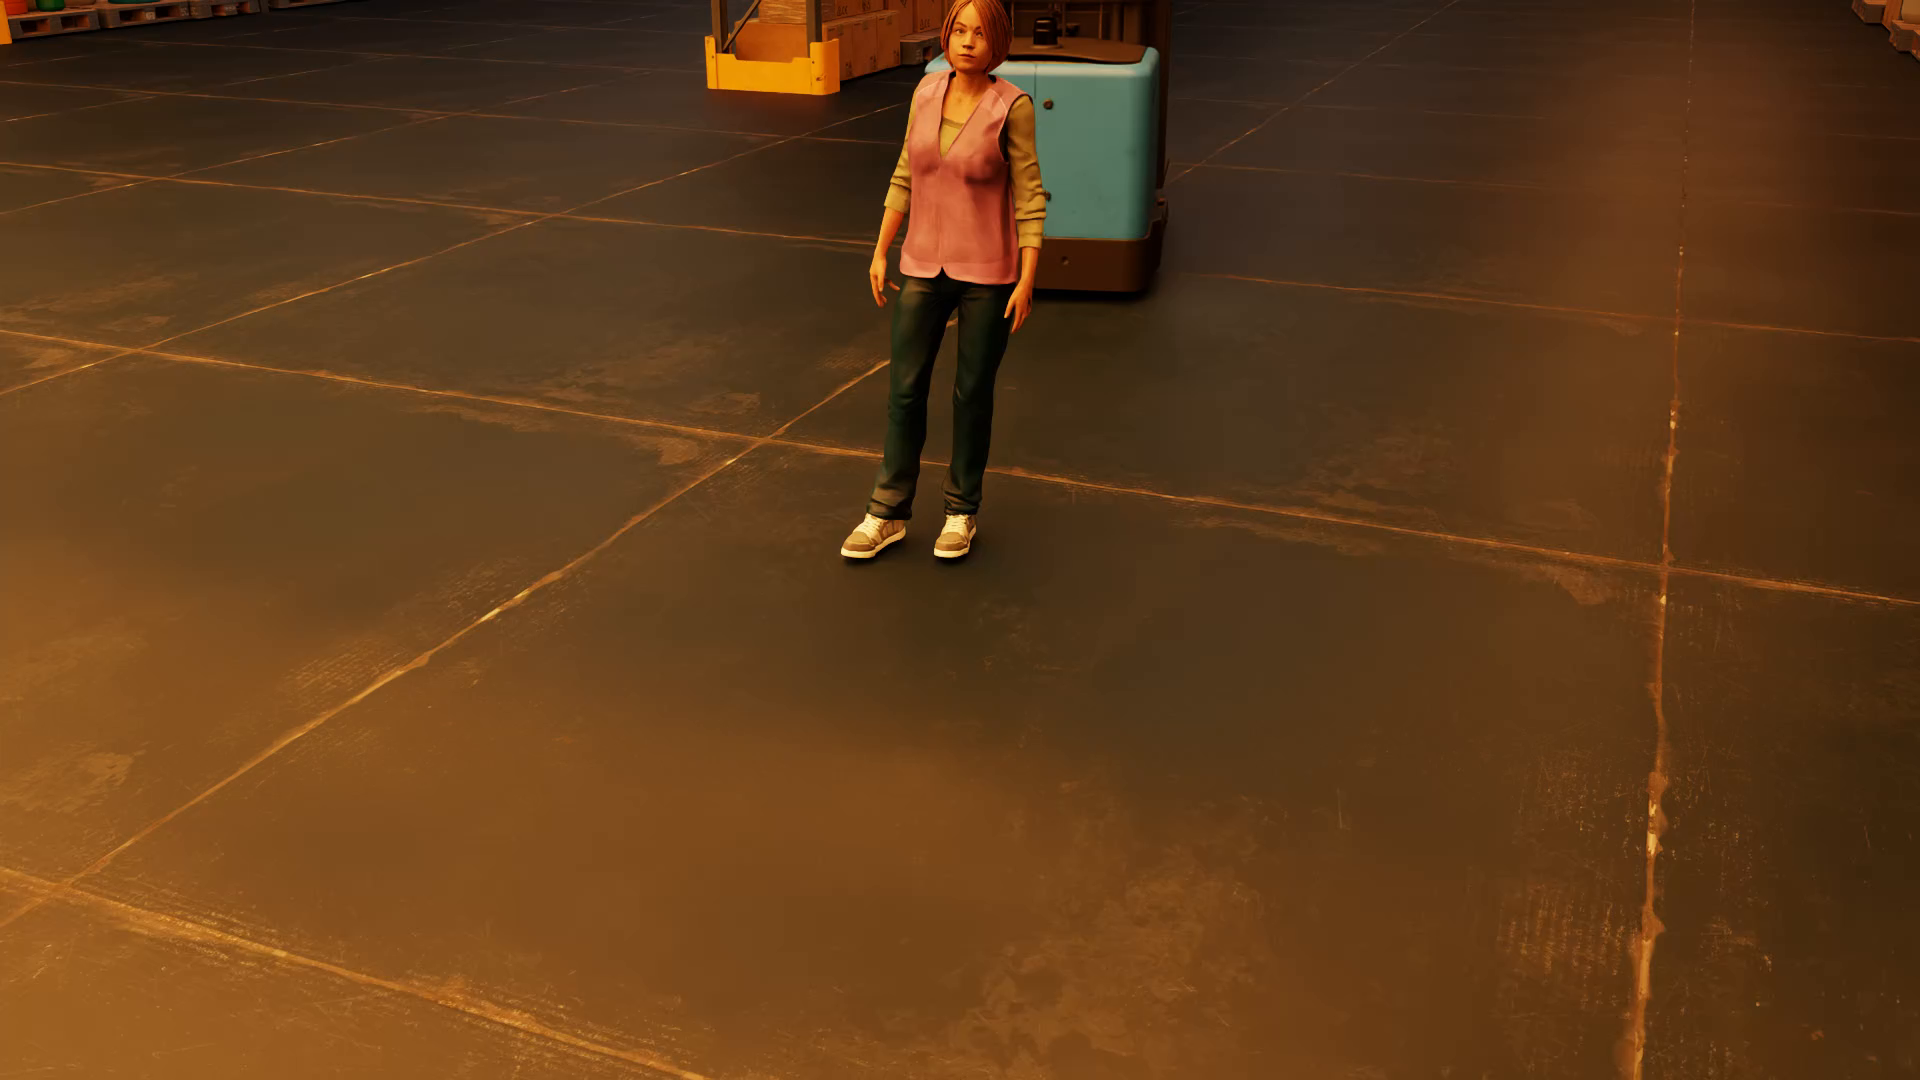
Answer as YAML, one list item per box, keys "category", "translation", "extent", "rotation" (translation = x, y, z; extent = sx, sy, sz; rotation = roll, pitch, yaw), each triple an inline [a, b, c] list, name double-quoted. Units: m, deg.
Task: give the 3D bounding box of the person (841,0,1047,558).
- category: "person"
  translation: [-0.041, -0.720, 4.725]
  extent: [0.520, 1.597, 0.476]
  rotation: [9, 24, 21]

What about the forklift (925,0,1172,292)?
- category: "forklift"
  translation: [0.562, -3.024, 8.527]
  extent: [1.130, 2.935, 3.031]
  rotation: [3, 23, 8]
